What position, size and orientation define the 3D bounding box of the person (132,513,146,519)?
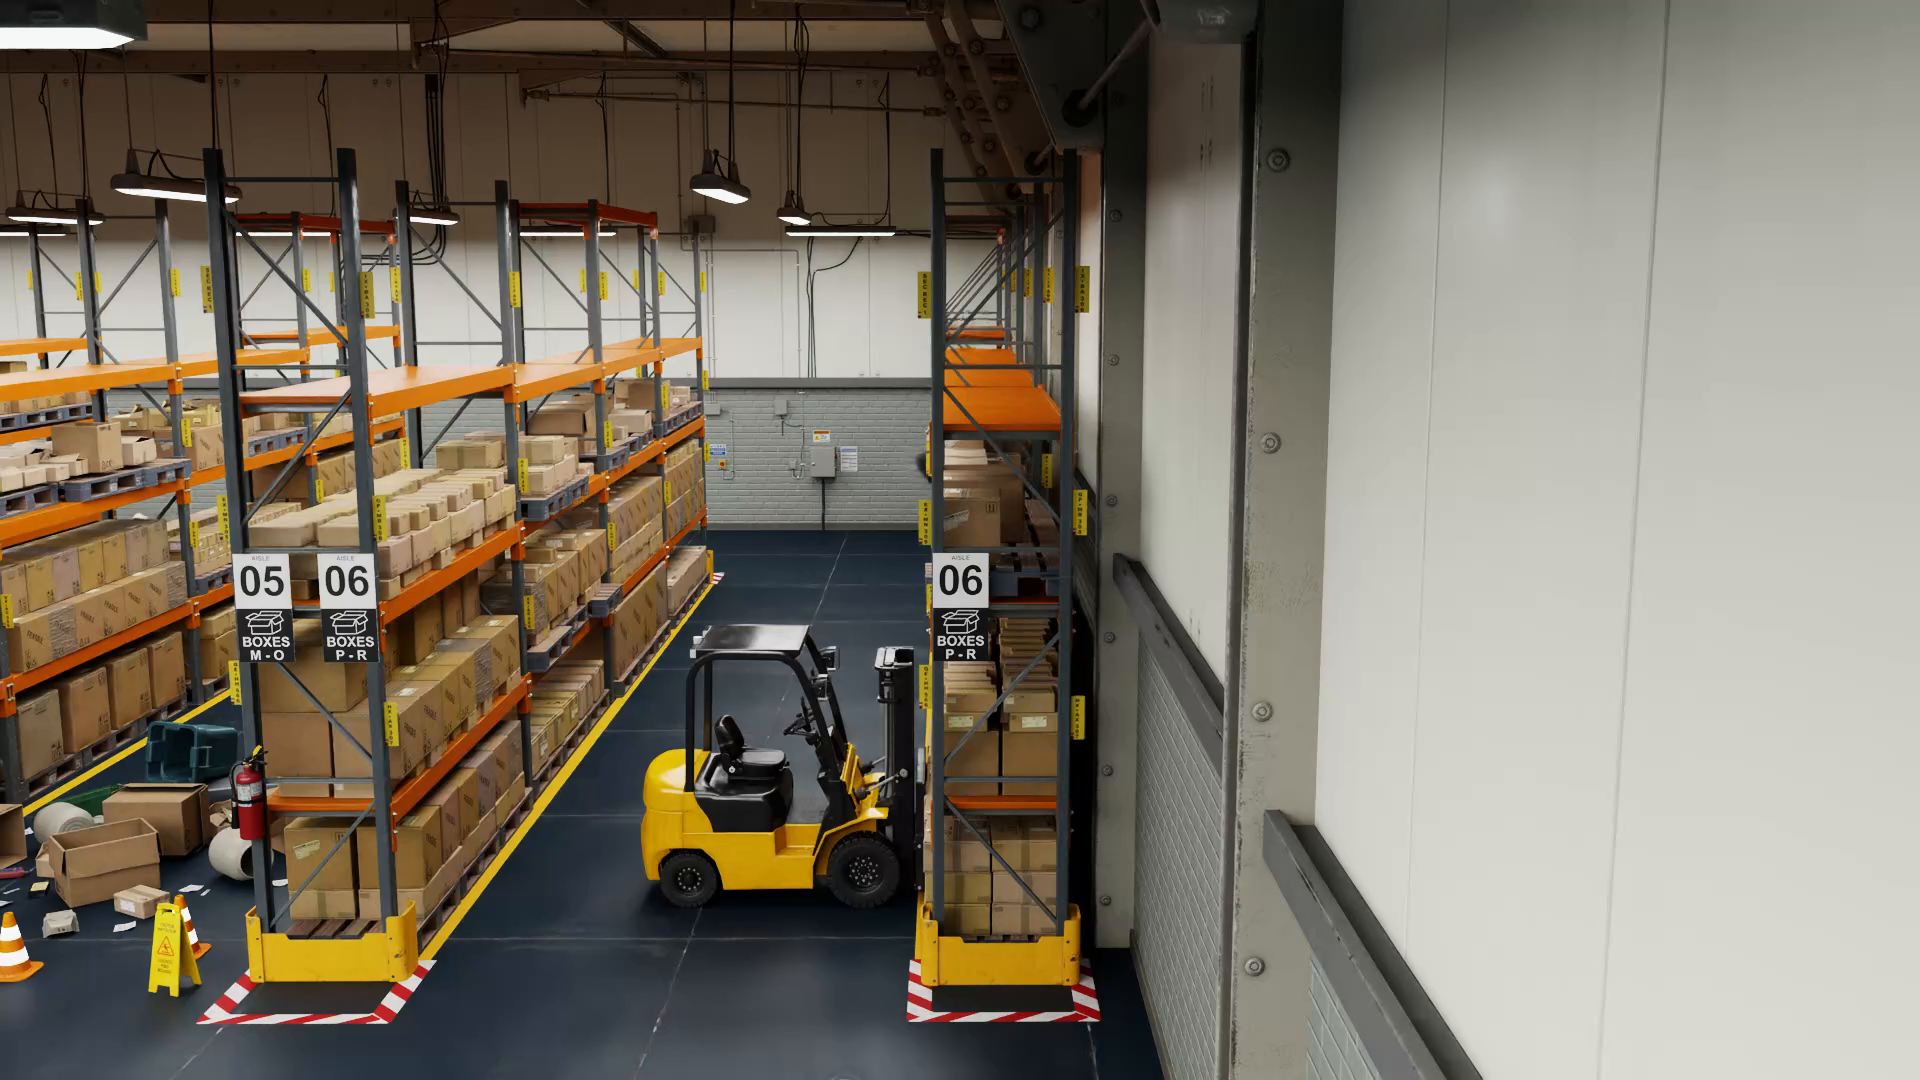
[{"bbox_3d":[-11.811,0.460,24.166,0.678,1.741,0.593,0,9,1],"label":"person"}]
